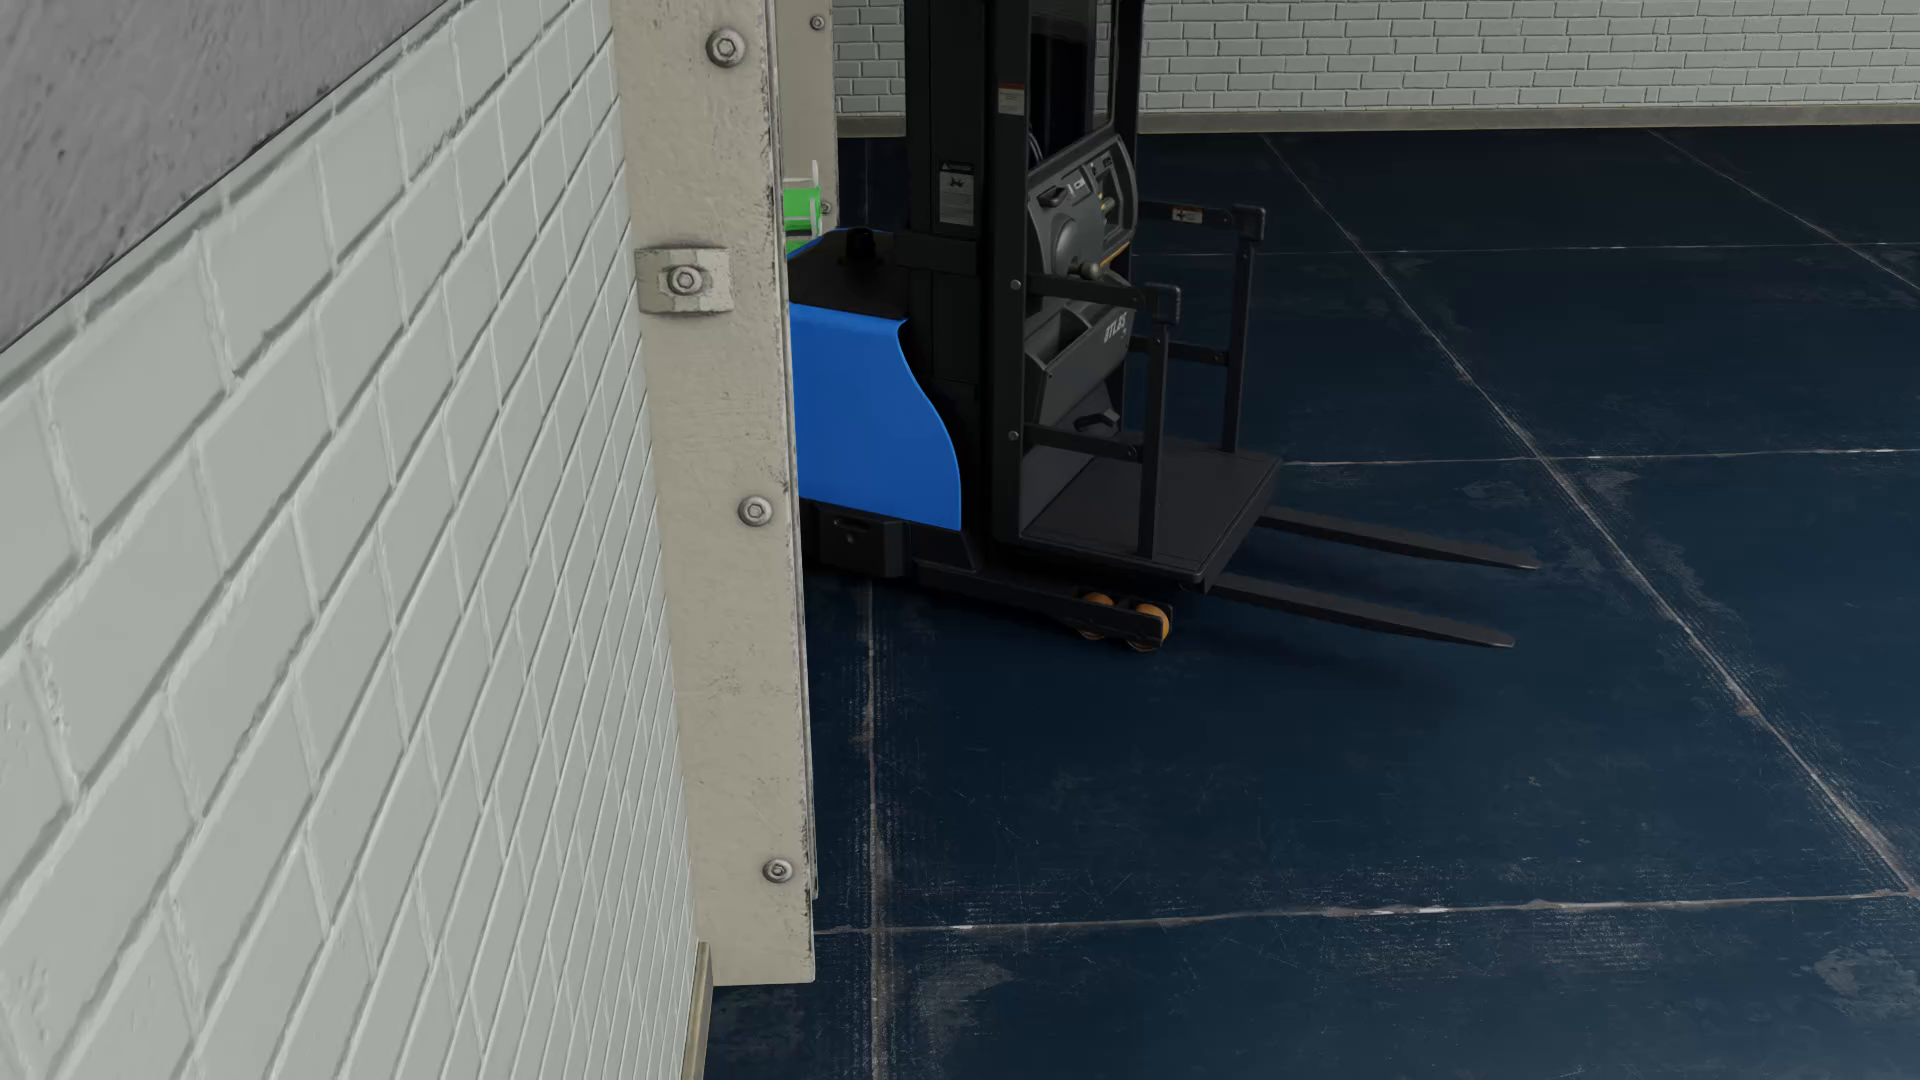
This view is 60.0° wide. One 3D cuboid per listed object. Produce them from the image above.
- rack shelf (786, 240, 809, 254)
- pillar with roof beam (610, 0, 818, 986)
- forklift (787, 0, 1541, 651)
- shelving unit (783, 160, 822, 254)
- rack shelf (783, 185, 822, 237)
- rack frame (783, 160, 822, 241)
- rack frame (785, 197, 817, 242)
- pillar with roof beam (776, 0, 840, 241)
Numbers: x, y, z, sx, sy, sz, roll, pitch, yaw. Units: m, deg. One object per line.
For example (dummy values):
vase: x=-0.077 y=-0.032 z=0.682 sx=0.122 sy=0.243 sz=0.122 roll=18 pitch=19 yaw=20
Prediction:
rack shelf: x=-0.720 y=-1.162 z=7.257 sx=0.258 sy=0.148 sz=0.480 roll=-3 pitch=31 yaw=-2
pillar with roof beam: x=3.744 y=-2.993 z=2.758 sx=9.100 sy=9.000 sz=0.400 roll=-1 pitch=28 yaw=-3
forklift: x=0.626 y=-1.180 z=5.842 sx=3.031 sy=2.935 sz=1.130 roll=12 pitch=30 yaw=22
shelving unit: x=-0.716 y=-1.011 z=7.348 sx=0.258 sy=1.200 sz=0.503 roll=-3 pitch=31 yaw=-2
rack shelf: x=-0.726 y=-1.367 z=7.133 sx=0.258 sy=0.148 sz=0.480 roll=-3 pitch=31 yaw=-2
rack frame: x=-0.728 y=-1.137 z=7.556 sx=0.240 sy=1.200 sz=0.015 roll=-3 pitch=31 yaw=-2
rack frame: x=-0.703 y=-0.886 z=7.139 sx=0.240 sy=1.200 sz=0.015 roll=-3 pitch=31 yaw=-2
pillar with roof beam: x=3.430 y=-5.764 z=8.071 sx=9.100 sy=9.000 sz=0.400 roll=-1 pitch=28 yaw=-3
